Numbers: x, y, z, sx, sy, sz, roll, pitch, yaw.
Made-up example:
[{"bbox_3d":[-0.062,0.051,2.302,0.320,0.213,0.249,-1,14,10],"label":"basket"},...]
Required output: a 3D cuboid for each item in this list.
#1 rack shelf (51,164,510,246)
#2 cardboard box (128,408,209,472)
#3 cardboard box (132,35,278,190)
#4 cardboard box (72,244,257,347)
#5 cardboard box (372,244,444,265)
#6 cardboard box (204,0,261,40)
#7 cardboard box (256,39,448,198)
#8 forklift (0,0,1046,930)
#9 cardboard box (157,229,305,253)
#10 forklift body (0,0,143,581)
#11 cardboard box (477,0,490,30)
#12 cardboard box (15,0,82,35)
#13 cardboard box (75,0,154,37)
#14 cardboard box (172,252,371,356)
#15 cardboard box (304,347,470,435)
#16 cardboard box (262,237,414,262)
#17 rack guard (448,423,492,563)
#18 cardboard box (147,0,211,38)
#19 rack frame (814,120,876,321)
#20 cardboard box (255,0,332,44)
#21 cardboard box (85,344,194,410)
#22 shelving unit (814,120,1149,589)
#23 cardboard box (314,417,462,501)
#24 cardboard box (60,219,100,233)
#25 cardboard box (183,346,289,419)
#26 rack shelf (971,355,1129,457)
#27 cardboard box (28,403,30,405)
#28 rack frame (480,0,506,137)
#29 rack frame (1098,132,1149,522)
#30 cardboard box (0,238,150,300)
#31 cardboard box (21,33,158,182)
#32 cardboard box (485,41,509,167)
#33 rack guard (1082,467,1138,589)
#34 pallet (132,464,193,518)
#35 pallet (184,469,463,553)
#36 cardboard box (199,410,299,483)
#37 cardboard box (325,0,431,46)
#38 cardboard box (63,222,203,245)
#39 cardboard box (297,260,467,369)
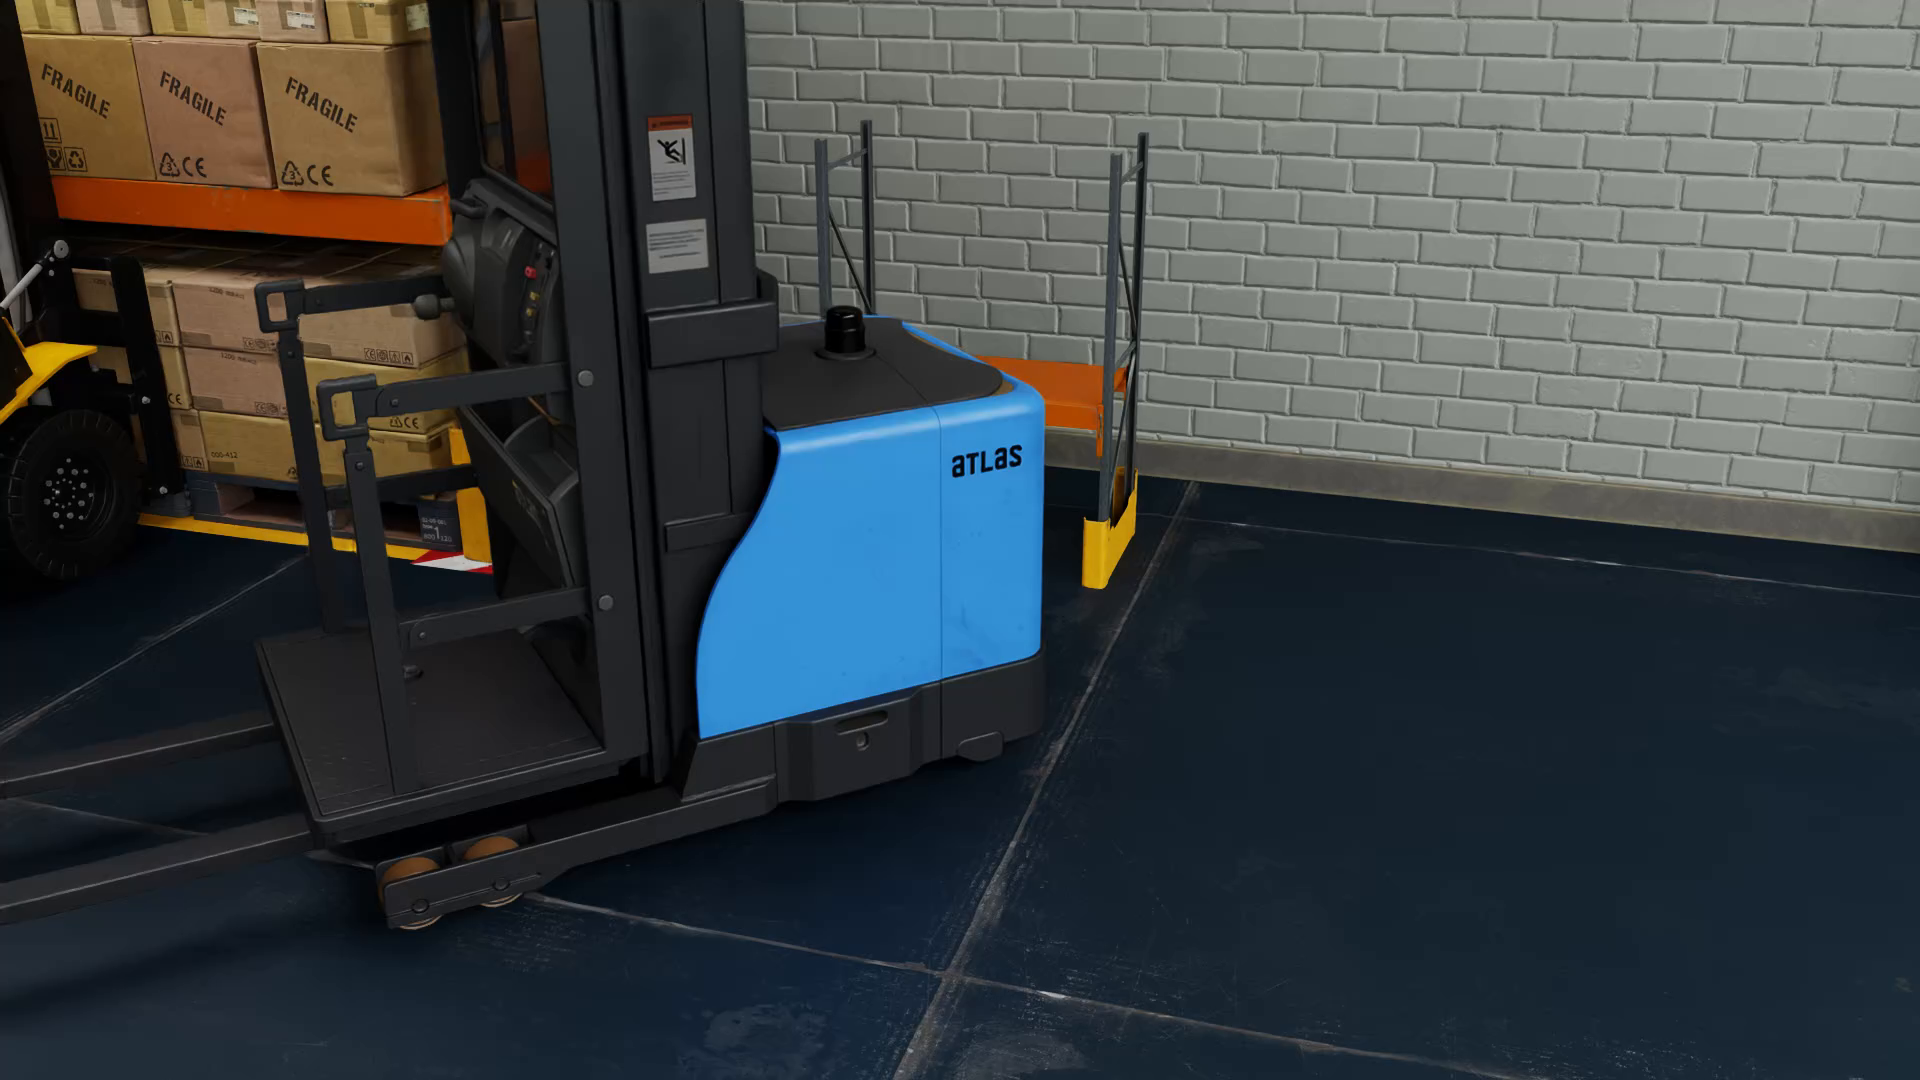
[{"bbox_3d":[-3.452,-1.402,6.683,4.000,0.370,1.077,7,23,16],"label":"rack shelf"},{"bbox_3d":[-3.028,-0.490,6.582,0.500,0.250,0.500,7,23,16],"label":"cardboard box"},{"bbox_3d":[-2.578,-1.580,6.038,0.500,0.500,0.500,7,23,17],"label":"cardboard box"},{"bbox_3d":[-3.044,-0.943,6.368,0.500,0.250,0.500,7,23,16],"label":"cardboard box"},{"bbox_3d":[-1.942,-1.021,6.560,0.500,0.250,0.500,6,23,15],"label":"cardboard box"},{"bbox_3d":[-2.434,-1.866,5.880,0.250,0.149,0.380,7,23,17],"label":"cardboard box"},{"bbox_3d":[-2.084,-1.520,5.892,0.500,0.500,0.500,6,23,14],"label":"cardboard box"},{"bbox_3d":[-1.300,-0.651,3.995,3.031,2.935,1.130,-12,25,-26],"label":"forklift"},{"bbox_3d":[-2.897,-1.134,6.834,0.500,0.250,0.500,6,23,15],"label":"cardboard box"},{"bbox_3d":[-3.879,-0.668,5.064,1.214,2.155,2.313,7,23,16],"label":"forklift body"},{"bbox_3d":[-1.787,-1.993,6.190,0.250,0.149,0.380,6,23,14],"label":"cardboard box"},{"bbox_3d":[-3.185,-1.930,6.035,0.250,0.149,0.380,7,23,16],"label":"cardboard box"},{"bbox_3d":[-2.937,-1.909,5.985,0.250,0.149,0.380,6,23,14],"label":"cardboard box"},{"bbox_3d":[-2.558,-0.891,6.242,0.500,0.250,0.500,7,23,16],"label":"cardboard box"},{"bbox_3d":[-2.093,-0.609,6.212,0.500,0.250,0.500,6,23,15],"label":"cardboard box"},{"bbox_3d":[-2.422,-1.075,6.690,0.500,0.250,0.500,7,23,16],"label":"cardboard box"},{"bbox_3d":[-1.514,-0.356,6.480,0.348,0.500,1.175,7,23,16],"label":"rack guard"},{"bbox_3d":[-2.668,-1.897,5.956,0.250,0.149,0.380,6,23,15],"label":"cardboard box"},{"bbox_3d":[-0.405,-0.740,6.098,0.032,1.500,0.500,7,23,16],"label":"rack frame"},{"bbox_3d":[-2.203,-1.815,5.756,0.250,0.149,0.380,7,23,16],"label":"cardboard box"},{"bbox_3d":[-3.071,-0.716,6.475,0.500,0.250,0.500,6,23,14],"label":"cardboard box"},{"bbox_3d":[0.073,-0.686,5.965,1.083,1.500,0.587,7,23,16],"label":"shelving unit"},{"bbox_3d":[-2.078,-0.374,6.299,0.500,0.250,0.500,7,23,16],"label":"cardboard box"},{"bbox_3d":[-3.870,-1.244,7.104,0.500,0.250,0.500,7,23,16],"label":"cardboard box"},{"bbox_3d":[-2.570,-0.667,6.356,0.500,0.250,0.500,6,23,15],"label":"cardboard box"},{"bbox_3d":[0.082,-0.518,6.031,1.000,0.185,0.538,7,23,16],"label":"rack shelf"},{"bbox_3d":[-3.531,-0.539,6.701,0.500,0.250,0.500,7,23,17],"label":"cardboard box"},{"bbox_3d":[-1.537,-1.515,6.012,0.127,3.000,1.000,7,23,16],"label":"rack frame"},{"bbox_3d":[0.568,-0.629,5.827,0.032,1.500,0.500,7,23,16],"label":"rack frame"},{"bbox_3d":[-3.527,-1.001,6.510,0.500,0.250,0.500,6,23,14],"label":"cardboard box"},{"bbox_3d":[-3.069,-1.636,6.175,0.500,0.500,0.500,6,23,14],"label":"cardboard box"},{"bbox_3d":[-1.931,-1.717,6.371,0.500,0.500,0.500,7,23,17],"label":"cardboard box"},{"bbox_3d":[0.550,-0.053,6.069,0.087,0.250,0.587,7,23,16],"label":"rack guard"},{"bbox_3d":[-3.445,-0.428,7.036,1.213,0.211,1.003,7,23,15],"label":"pallet"},{"bbox_3d":[-2.281,-0.294,6.708,1.213,0.211,1.003,7,23,16],"label":"pallet"},{"bbox_3d":[-2.551,-0.432,6.441,0.500,0.250,0.500,7,23,15],"label":"cardboard box"},{"bbox_3d":[-1.950,-1.798,5.714,0.250,0.149,0.380,7,23,16],"label":"cardboard box"},{"bbox_3d":[-3.386,-1.192,6.977,0.500,0.250,0.500,6,23,14],"label":"cardboard box"},{"bbox_3d":[-2.068,-0.837,6.111,0.500,0.250,0.500,7,23,17],"label":"cardboard box"}]
